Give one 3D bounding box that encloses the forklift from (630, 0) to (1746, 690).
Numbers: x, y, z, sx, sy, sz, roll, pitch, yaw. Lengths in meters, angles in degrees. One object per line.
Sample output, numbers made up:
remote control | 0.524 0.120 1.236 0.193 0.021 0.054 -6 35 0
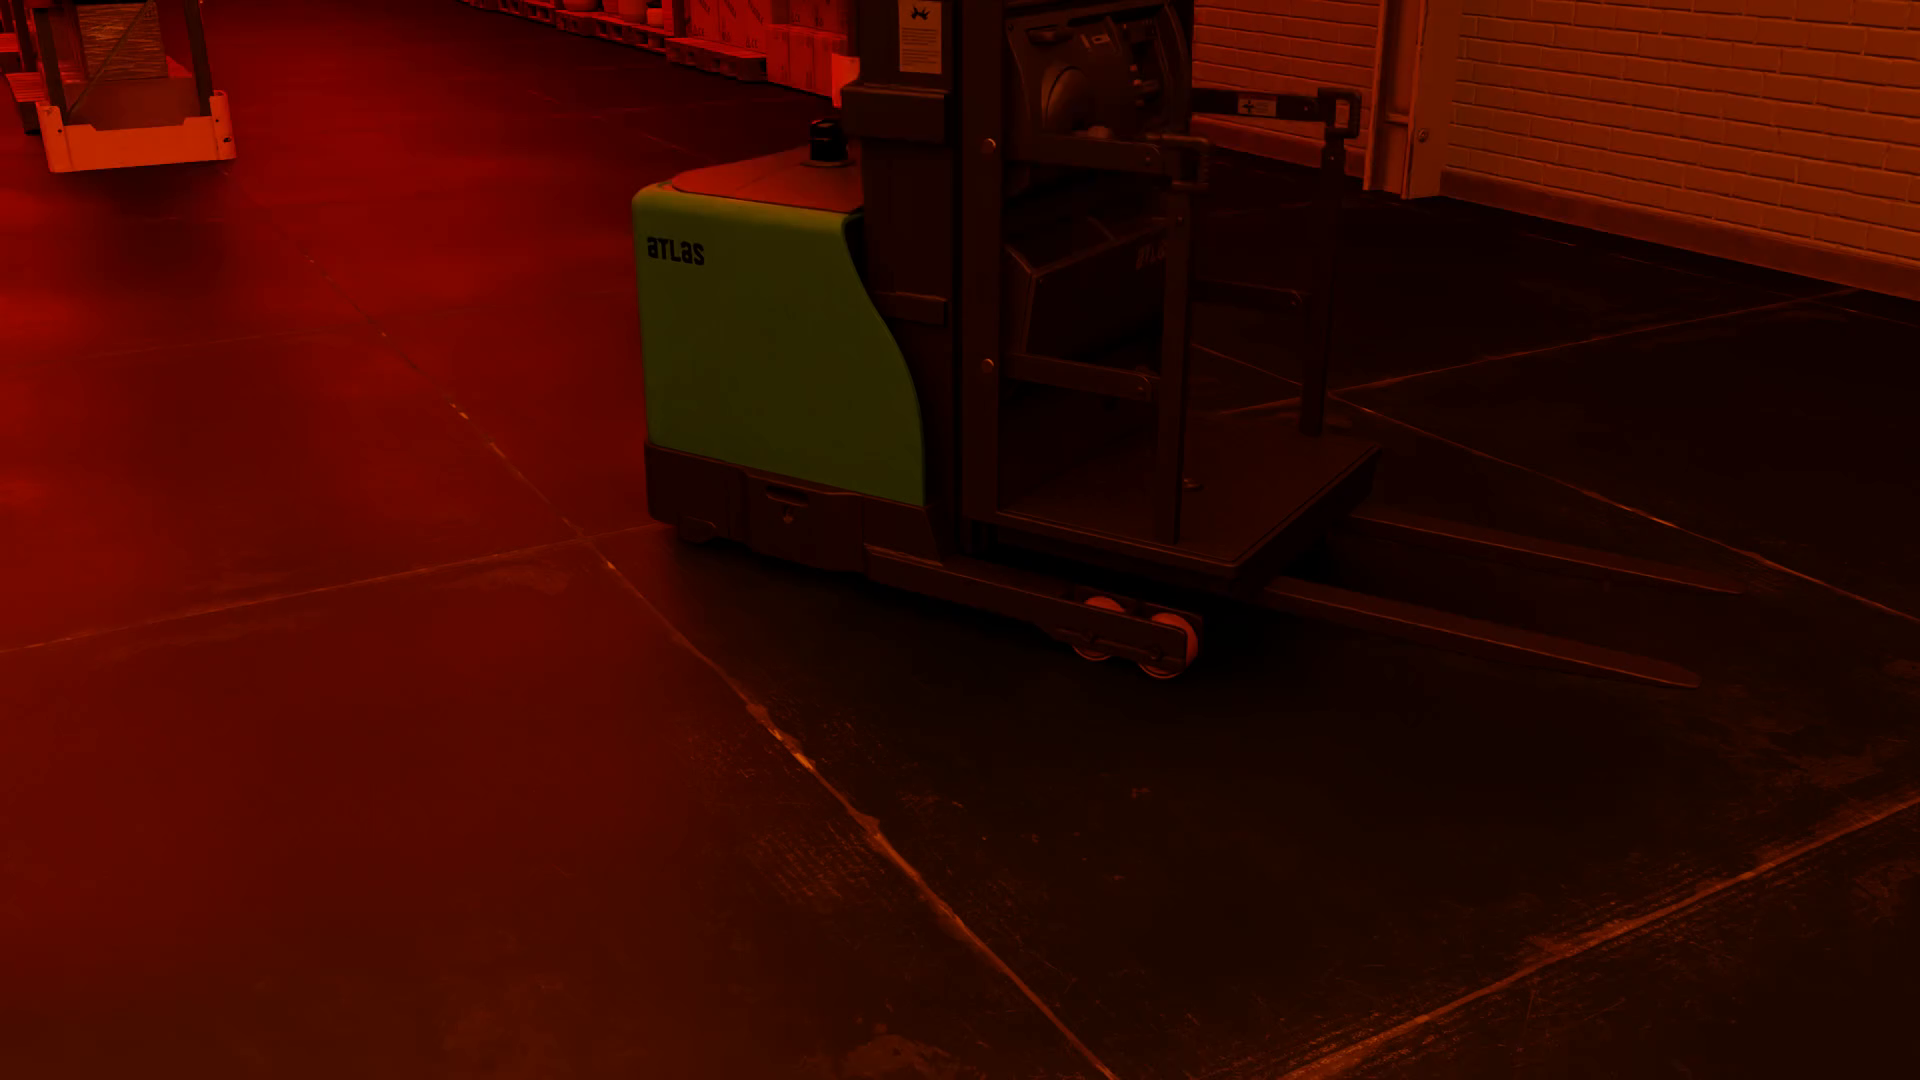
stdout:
forklift | 0.554 -1.230 4.270 3.031 2.935 1.130 13 26 29
